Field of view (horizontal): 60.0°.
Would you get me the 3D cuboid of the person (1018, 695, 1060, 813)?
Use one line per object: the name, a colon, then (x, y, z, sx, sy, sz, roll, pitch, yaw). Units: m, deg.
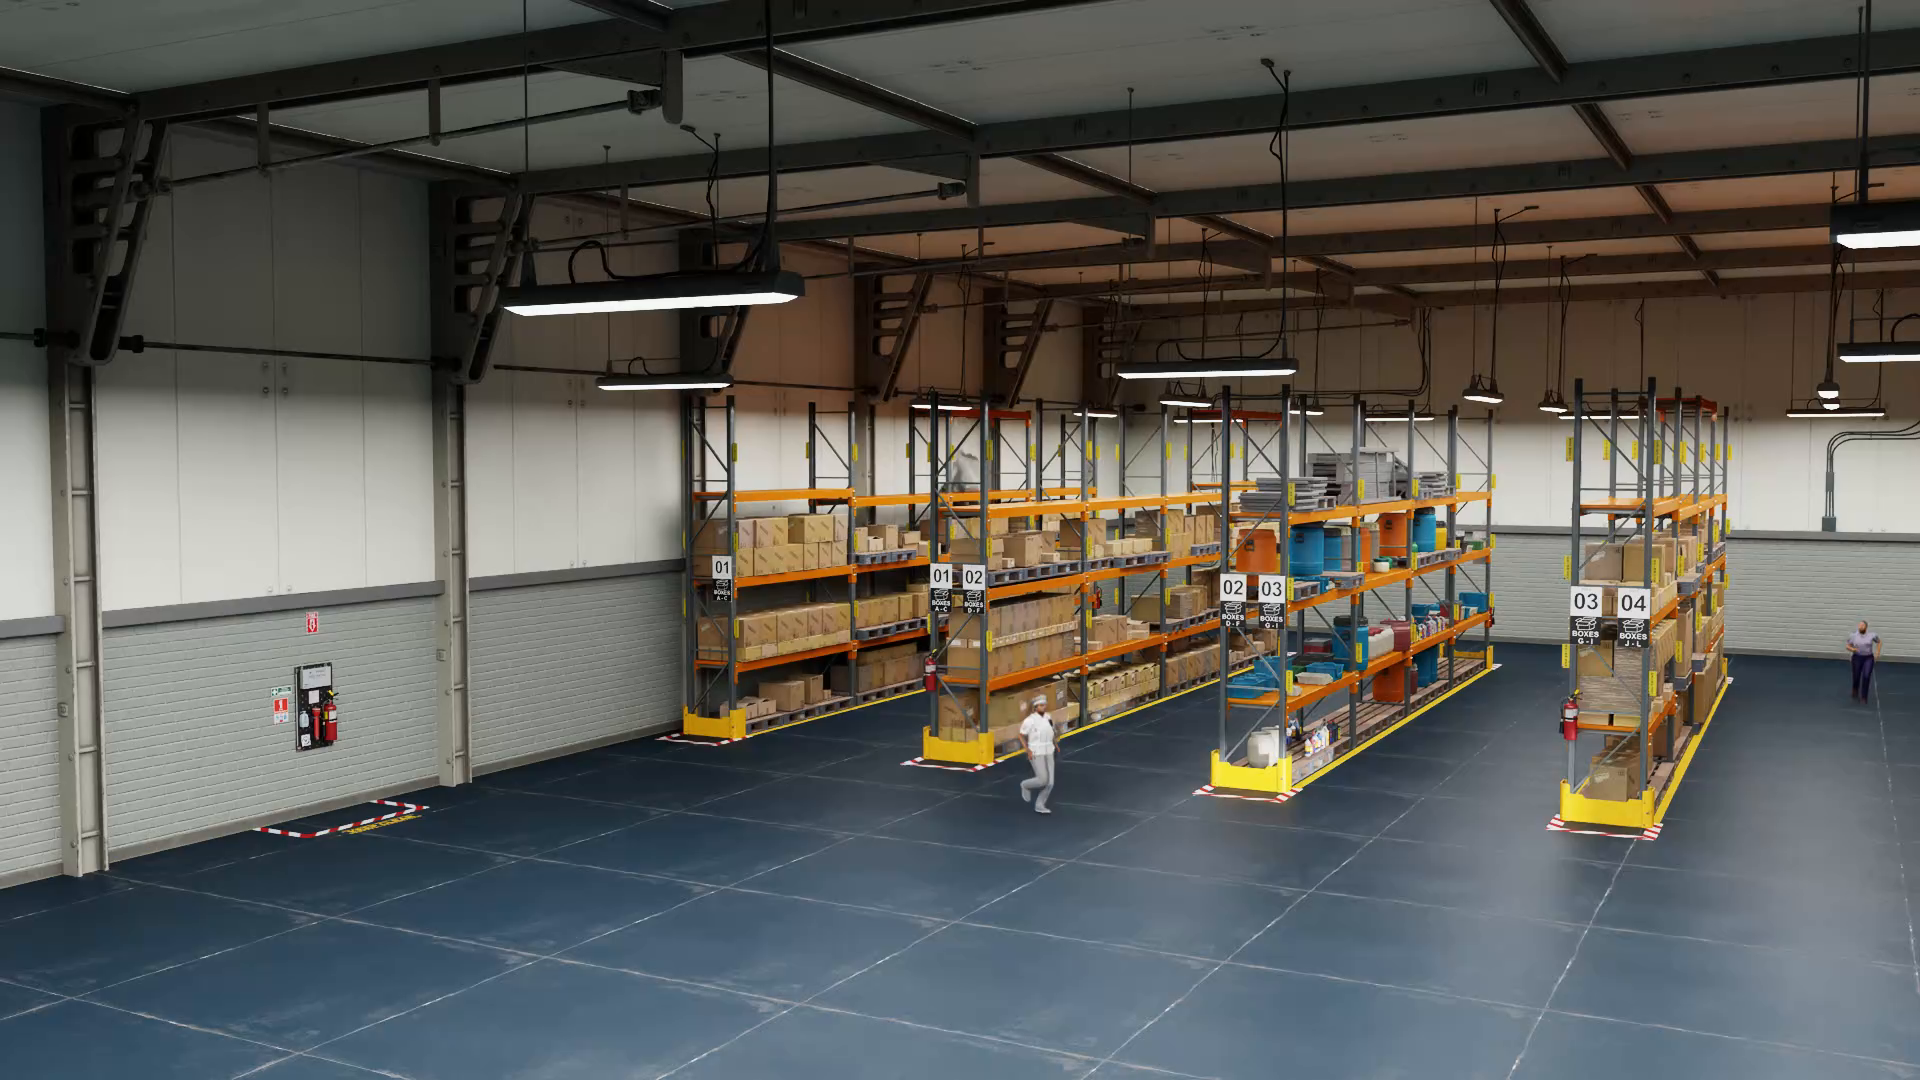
person: (1.118, 2.966, 23.111, 0.568, 1.646, 0.551, -2, 4, -34)

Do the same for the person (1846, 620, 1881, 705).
person: (18.088, 2.435, 33.319, 0.604, 1.664, 0.933, 2, 4, 33)
